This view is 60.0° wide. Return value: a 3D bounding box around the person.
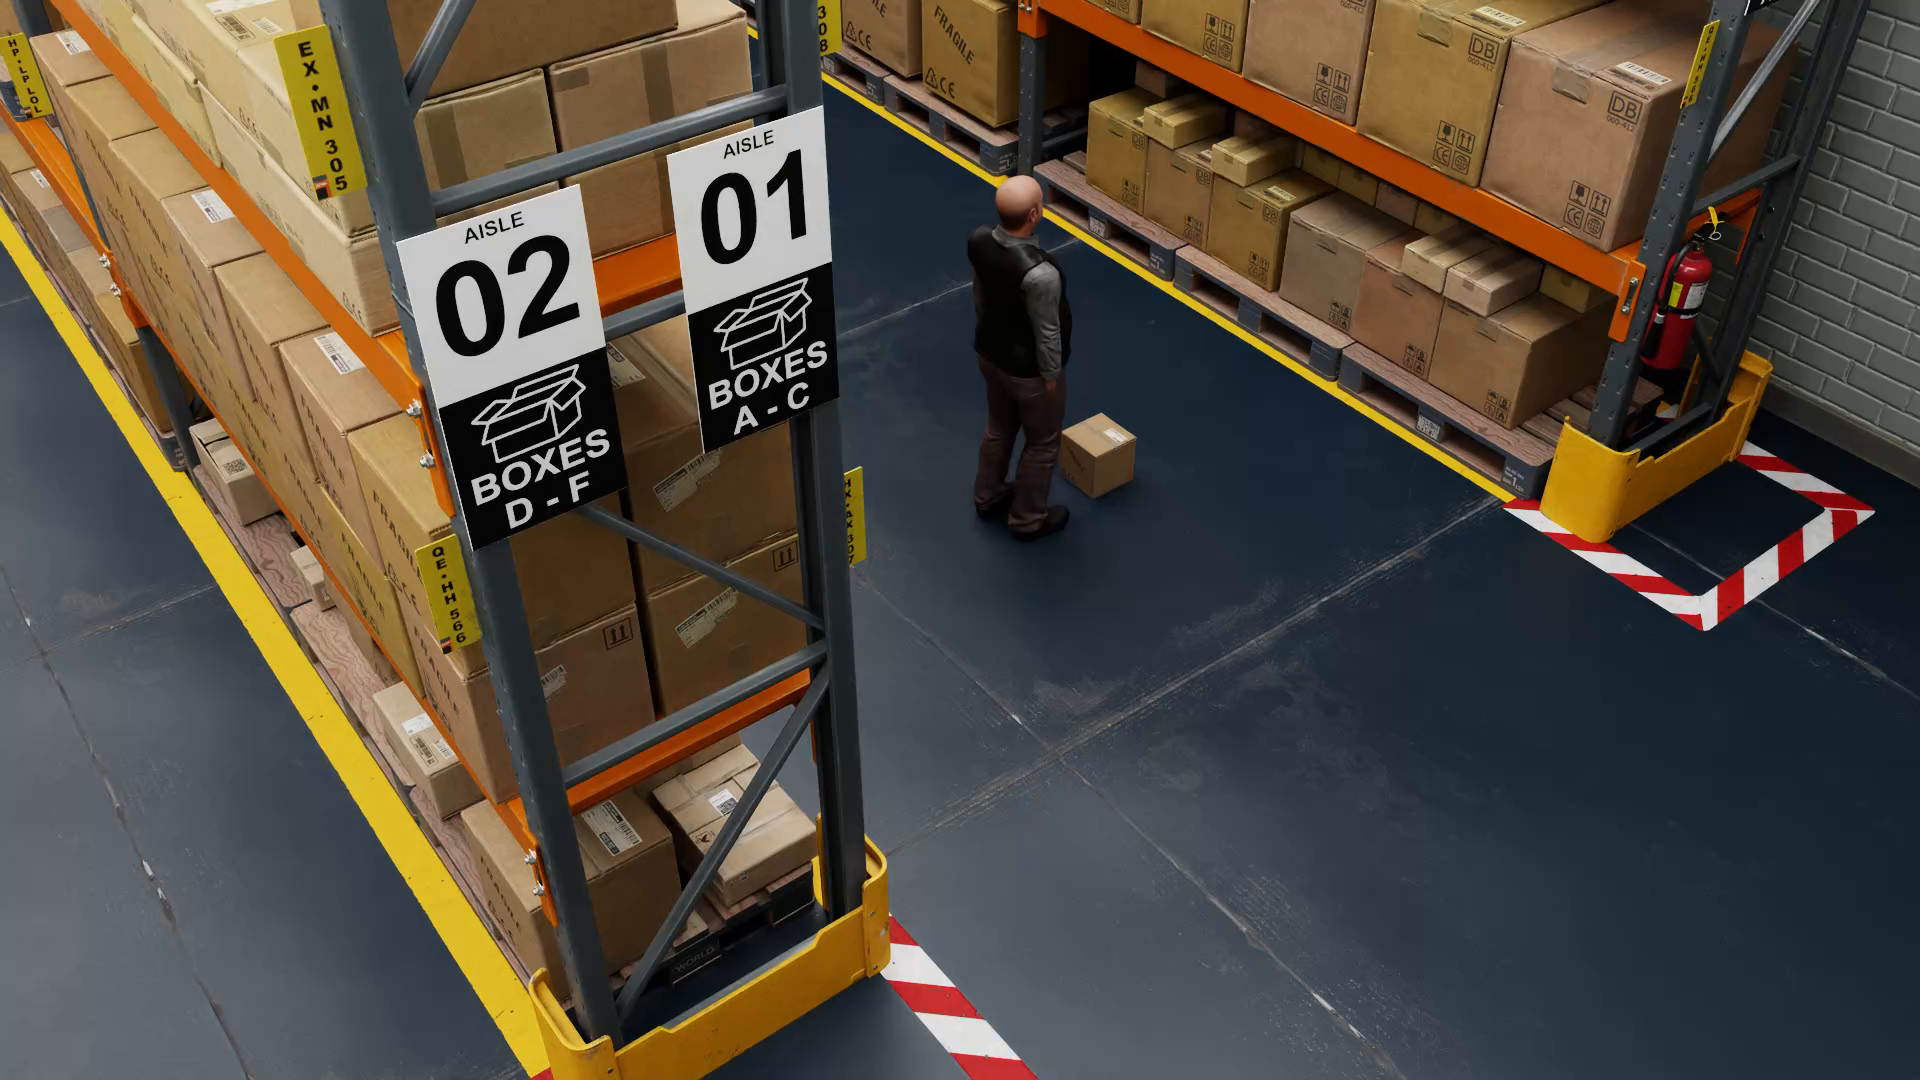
[{"bbox_3d":[0.260,-0.778,7.106,0.361,1.715,0.531,-25,46,-27],"label":"person"}]
